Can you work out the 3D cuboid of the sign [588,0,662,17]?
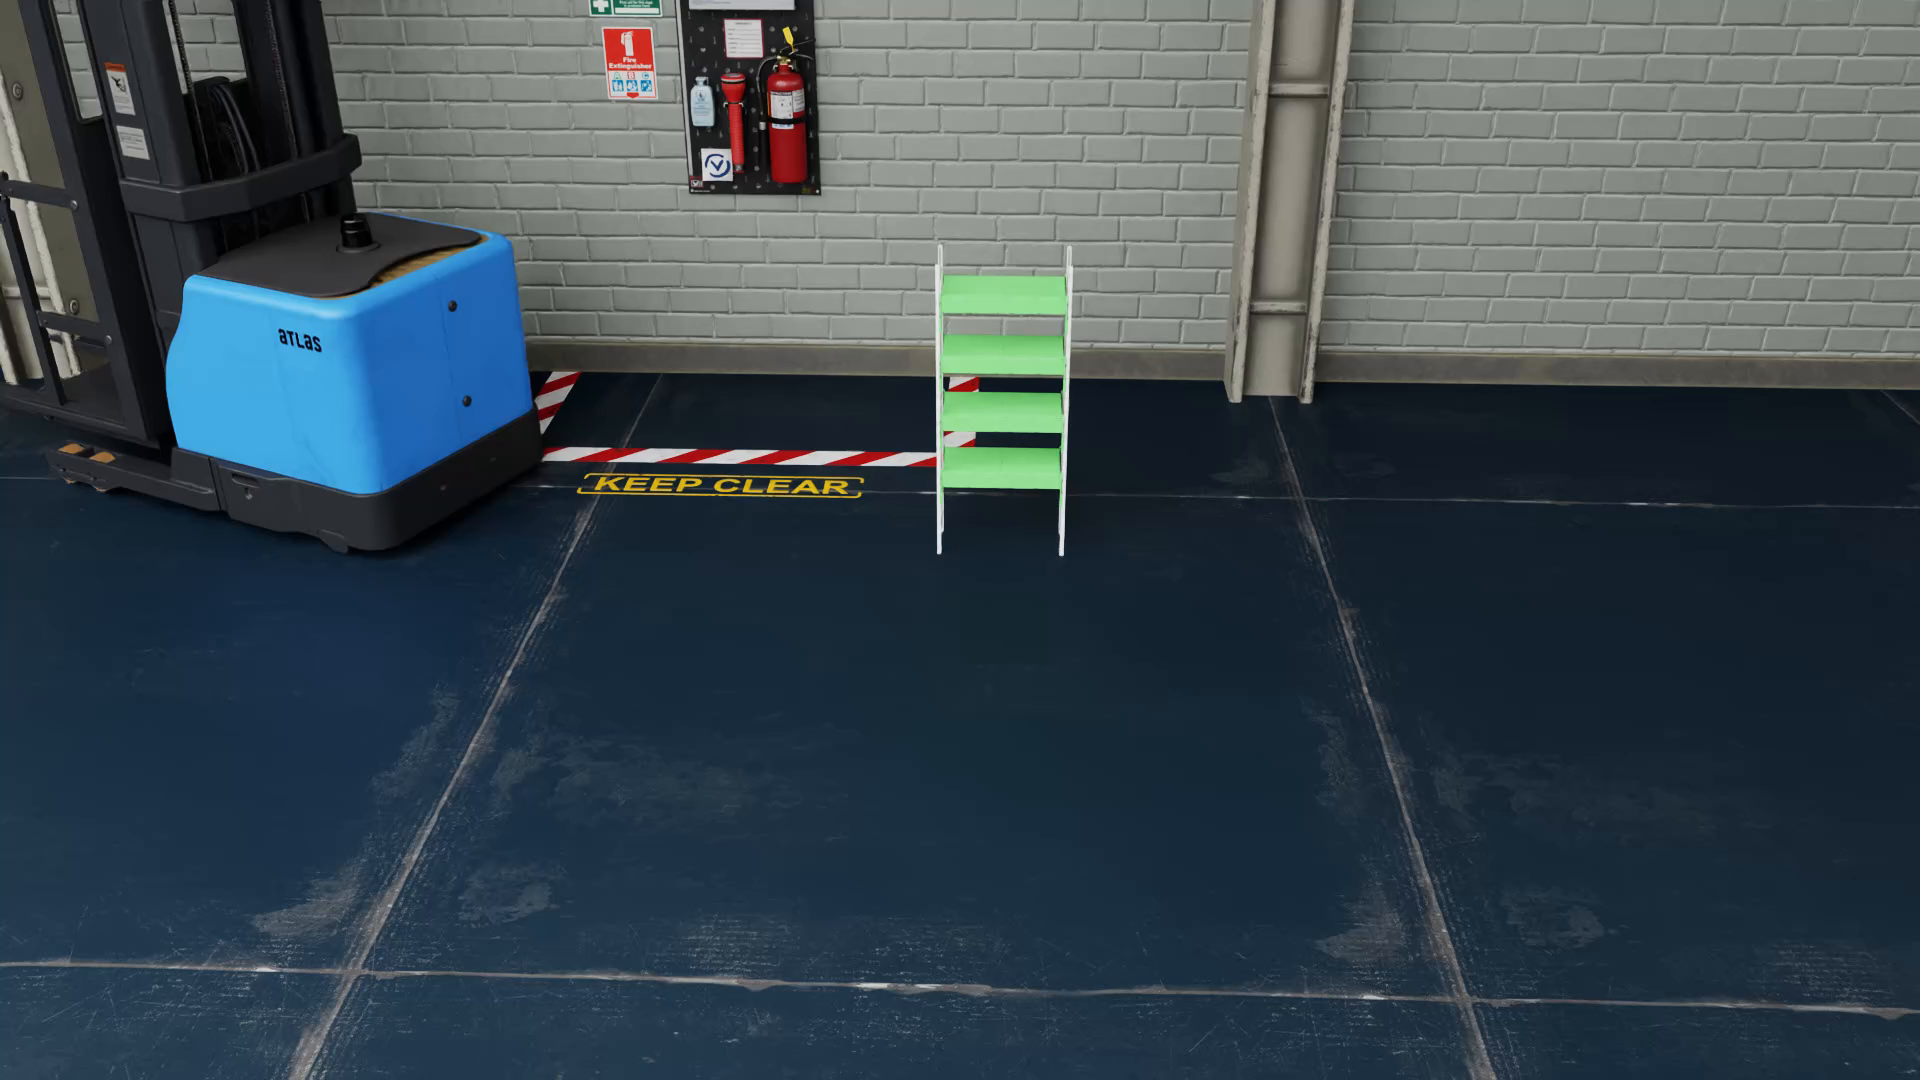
[{"bbox_3d":[-1.512,-2.419,7.507,0.331,0.109,0.001,1,28,2],"label":"sign"}]

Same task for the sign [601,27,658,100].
[{"bbox_3d":[-1.516,-2.189,7.639,0.234,0.329,0.001,1,28,2],"label":"sign"}]

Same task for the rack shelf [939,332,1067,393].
[{"bbox_3d":[0.165,-0.683,6.381,0.480,0.148,0.258,1,28,2],"label":"rack shelf"}]

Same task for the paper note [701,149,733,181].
[{"bbox_3d":[-1.142,-1.762,7.812,0.142,0.148,0.016,1,28,2],"label":"paper note"}]

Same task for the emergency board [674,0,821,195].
[{"bbox_3d":[-0.967,-2.116,7.539,0.643,1.169,0.194,1,28,2],"label":"emergency board"}]

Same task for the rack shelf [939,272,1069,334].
[{"bbox_3d":[0.165,-0.895,6.269,0.480,0.148,0.258,1,28,2],"label":"rack shelf"}]

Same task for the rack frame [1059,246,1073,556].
[{"bbox_3d":[0.409,-0.523,6.456,0.015,1.200,0.240,1,28,2],"label":"rack frame"}]

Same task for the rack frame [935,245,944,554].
[{"bbox_3d":[-0.078,-0.531,6.471,0.015,1.200,0.240,1,28,2],"label":"rack frame"}]

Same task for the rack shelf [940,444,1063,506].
[{"bbox_3d":[0.165,-0.259,6.606,0.480,0.148,0.258,1,28,2],"label":"rack shelf"}]

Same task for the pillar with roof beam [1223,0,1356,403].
[{"bbox_3d":[1.349,-2.693,2.222,0.400,9.000,9.100,1,28,2],"label":"pillar with roof beam"}]

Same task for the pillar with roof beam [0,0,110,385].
[{"bbox_3d":[-4.647,-2.792,2.409,0.400,9.000,9.100,1,28,2],"label":"pillar with roof beam"}]

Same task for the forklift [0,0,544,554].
[{"bbox_3d":[-3.374,-1.708,6.843,3.031,2.935,1.130,13,31,23],"label":"forklift"}]

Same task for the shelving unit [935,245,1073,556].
[{"bbox_3d":[0.165,-0.527,6.464,0.503,1.200,0.258,1,28,2],"label":"shelving unit"}]

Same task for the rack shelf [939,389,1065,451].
[{"bbox_3d":[0.165,-0.471,6.494,0.480,0.148,0.258,1,28,2],"label":"rack shelf"}]
